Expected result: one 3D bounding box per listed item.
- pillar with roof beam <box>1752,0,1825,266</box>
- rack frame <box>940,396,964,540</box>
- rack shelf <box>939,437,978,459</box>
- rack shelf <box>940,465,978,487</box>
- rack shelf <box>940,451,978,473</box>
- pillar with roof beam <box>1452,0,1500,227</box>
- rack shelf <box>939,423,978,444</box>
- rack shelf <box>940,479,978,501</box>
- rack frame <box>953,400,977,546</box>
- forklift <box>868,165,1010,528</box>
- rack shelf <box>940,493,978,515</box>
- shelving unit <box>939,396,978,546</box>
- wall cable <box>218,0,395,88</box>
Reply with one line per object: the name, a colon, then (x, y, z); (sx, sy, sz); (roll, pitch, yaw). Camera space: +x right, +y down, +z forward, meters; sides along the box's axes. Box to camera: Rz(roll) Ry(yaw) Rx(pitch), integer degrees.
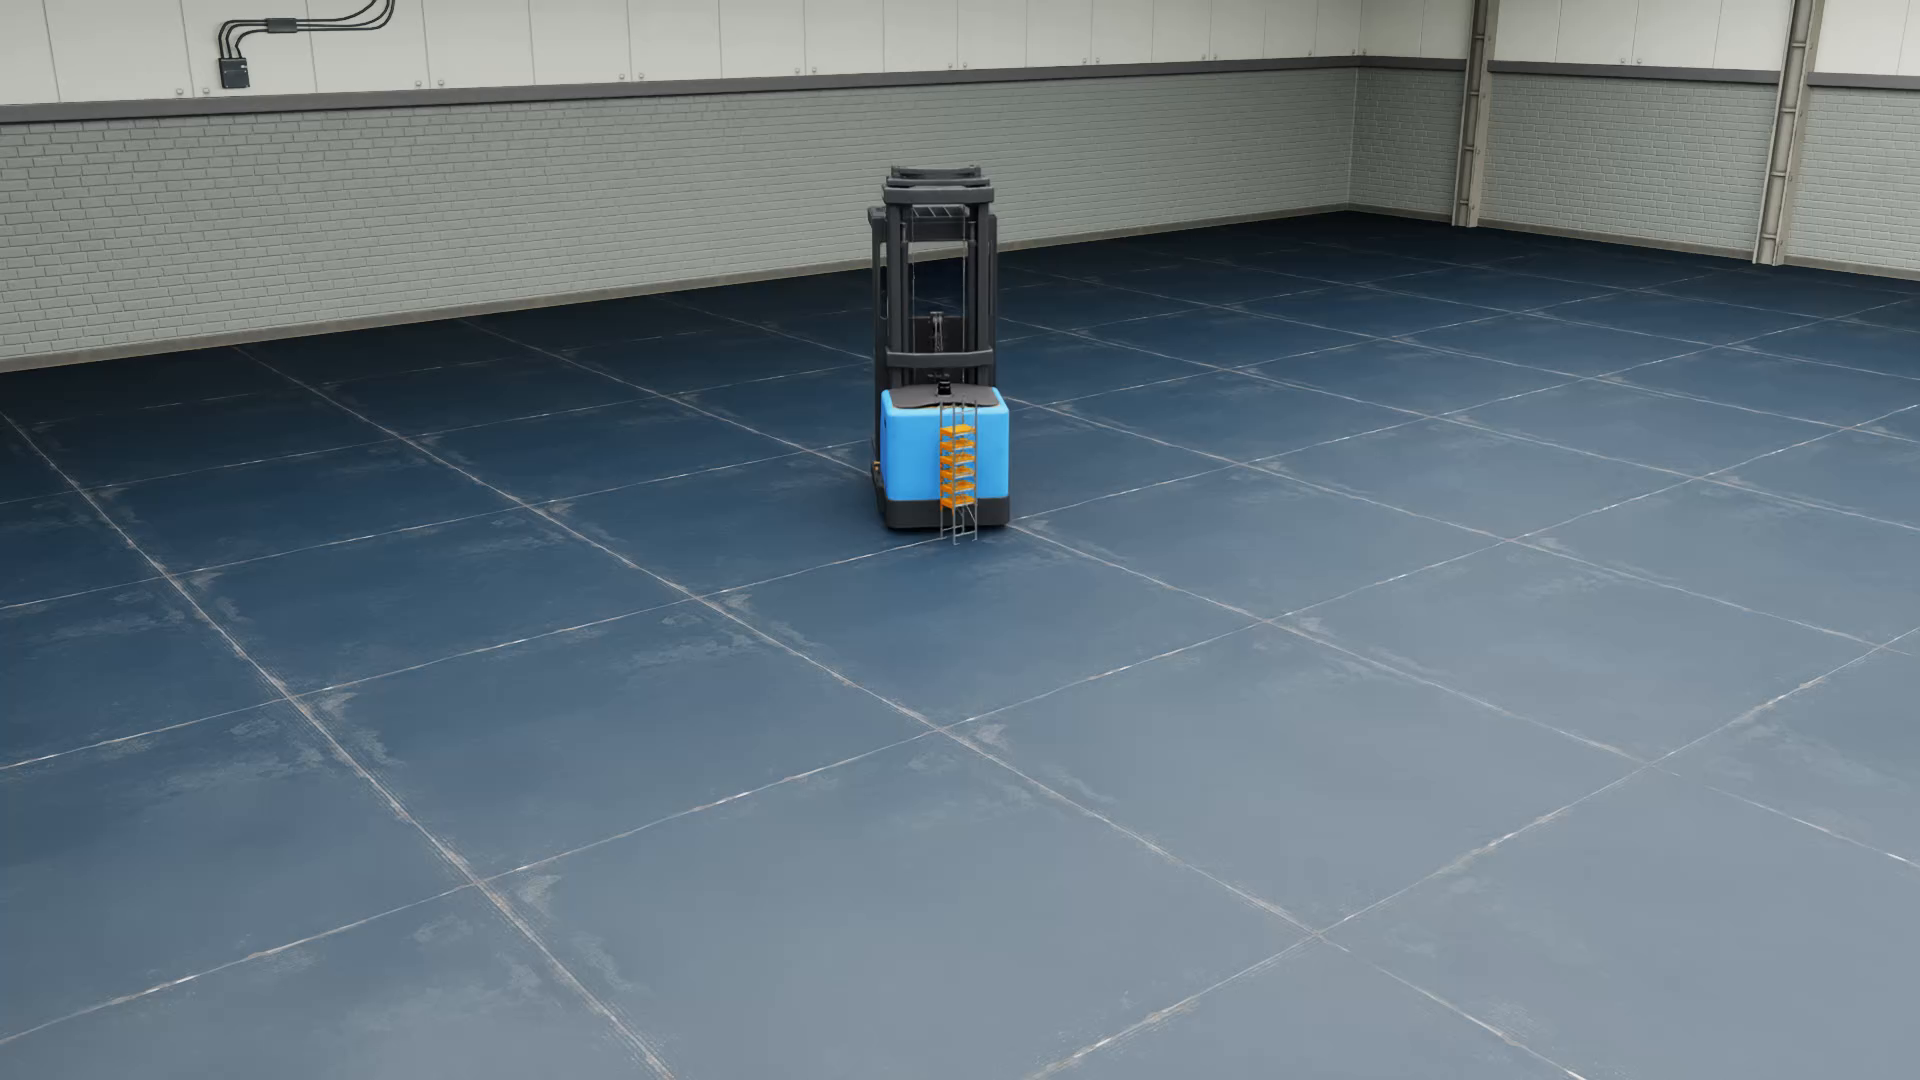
pillar with roof beam: (10.159, -8.063, 23.898); (9.100, 9.000, 0.400); (-14, 23, -36)
rack frame: (-0.063, -0.591, 13.739); (0.240, 1.200, 0.006); (-12, 22, -33)
rack shelf: (-0.011, -0.753, 13.606); (0.258, 0.103, 0.180); (-12, 22, -33)
rack shelf: (-0.011, -0.525, 13.682); (0.258, 0.103, 0.180); (-12, 22, -33)
rack shelf: (-0.011, -0.639, 13.644); (0.258, 0.103, 0.180); (-12, 22, -33)
pillar with roof beam: (6.433, -9.542, 28.363); (9.100, 9.000, 0.400); (-14, 23, -36)
rack shelf: (-0.011, -0.867, 13.568); (0.258, 0.103, 0.180); (-12, 22, -33)
rack shelf: (-0.011, -0.412, 13.719); (0.258, 0.103, 0.180); (-12, 22, -33)
rack frame: (0.041, -0.544, 13.596); (0.240, 1.200, 0.006); (-12, 22, -33)
forklift: (-0.248, -1.909, 14.964); (1.130, 2.935, 3.031); (-2, 18, -6)
rack shelf: (-0.011, -0.298, 13.757); (0.258, 0.103, 0.180); (-12, 22, -33)
shelving unit: (-0.011, -0.568, 13.668); (0.258, 1.200, 0.189); (-12, 22, -33)
wall cable: (-8.225, -8.681, 20.354); (2.305, 6.003, 0.169); (-14, 23, -36)
